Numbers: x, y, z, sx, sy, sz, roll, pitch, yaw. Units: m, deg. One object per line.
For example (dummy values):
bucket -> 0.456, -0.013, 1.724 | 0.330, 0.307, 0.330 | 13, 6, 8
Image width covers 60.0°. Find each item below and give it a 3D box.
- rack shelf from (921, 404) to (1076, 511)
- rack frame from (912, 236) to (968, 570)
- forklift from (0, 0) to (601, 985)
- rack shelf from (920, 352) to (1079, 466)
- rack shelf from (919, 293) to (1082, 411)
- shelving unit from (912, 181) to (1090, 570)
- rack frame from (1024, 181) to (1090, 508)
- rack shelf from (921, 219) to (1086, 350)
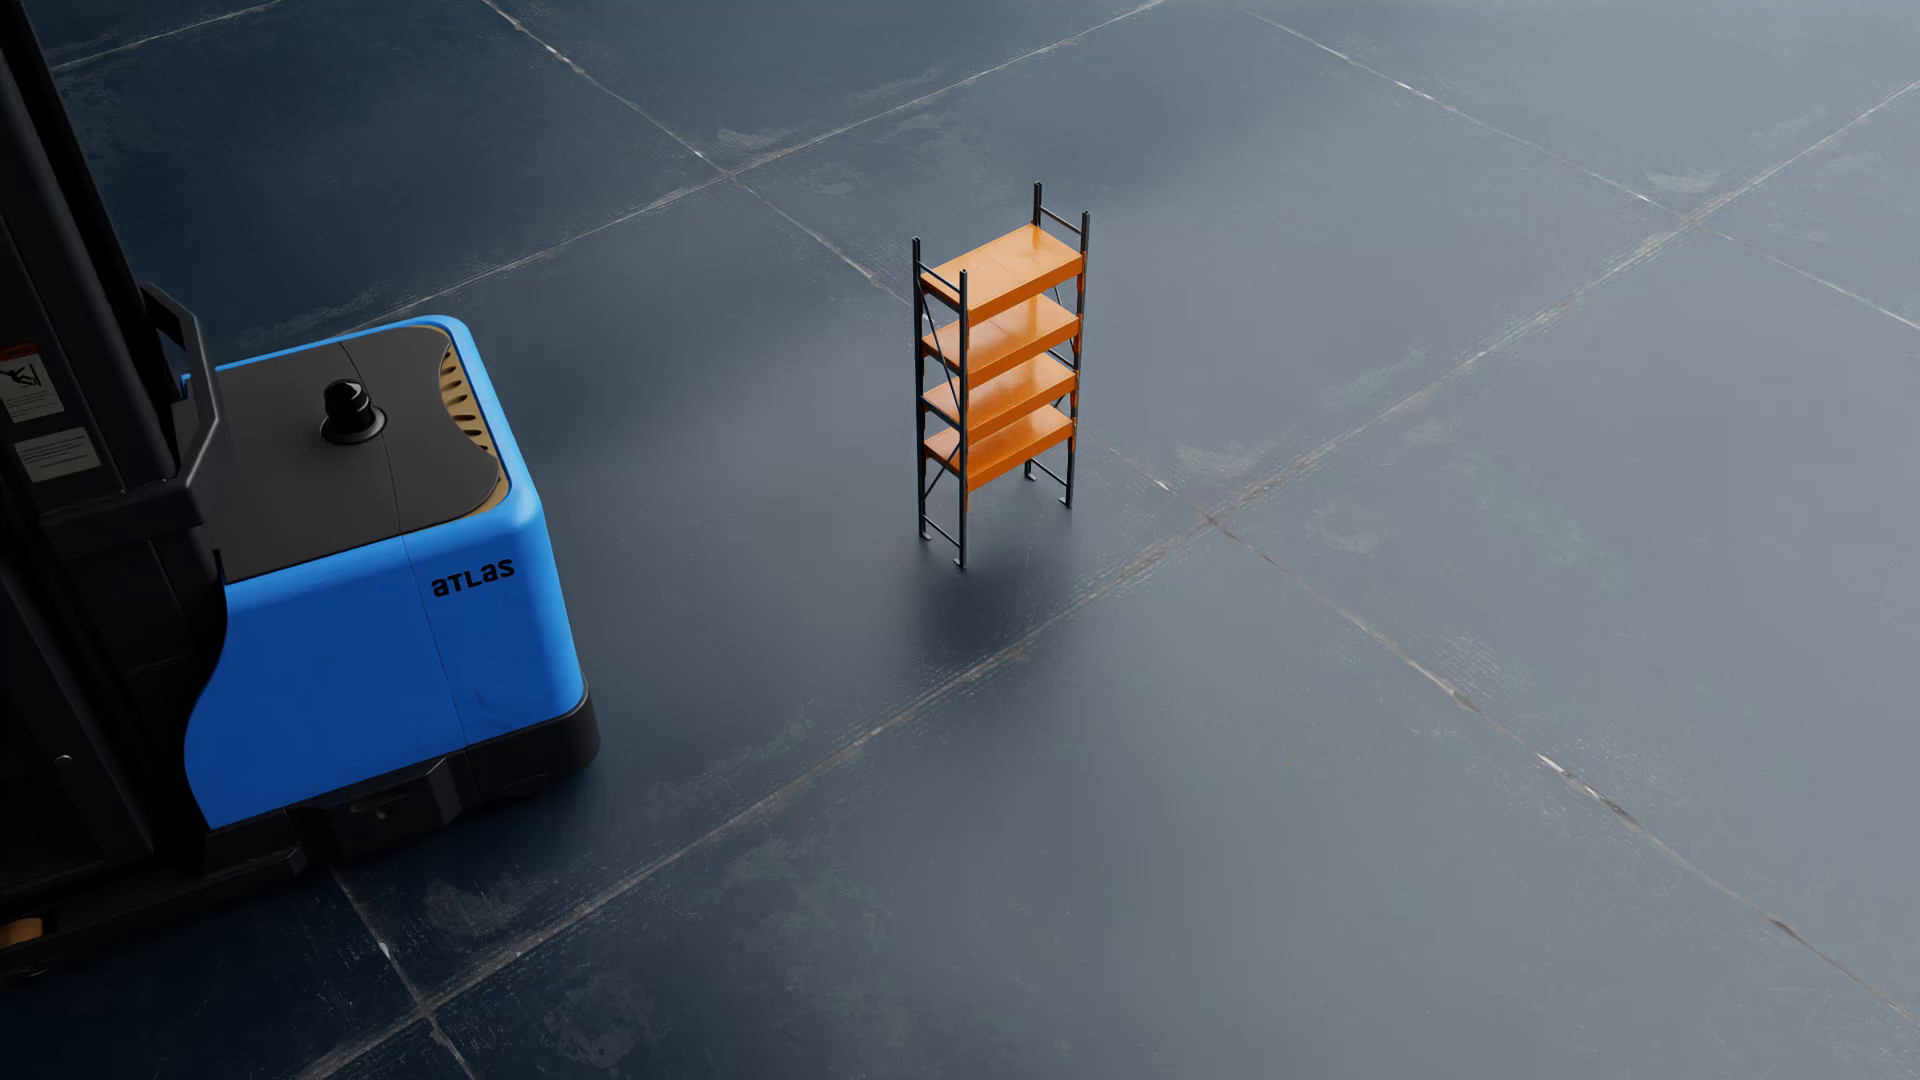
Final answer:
rack shelf -> 0.127, -0.316, 5.599 | 0.480, 0.148, 0.258 | -30, 51, -28
rack frame -> -0.060, -0.403, 5.303 | 0.015, 1.200, 0.240 | -30, 51, -28
forklift -> -2.638, -0.248, 3.873 | 3.031, 2.935, 1.130 | -18, 46, -18
rack shelf -> 0.127, -0.461, 5.463 | 0.480, 0.148, 0.258 | -30, 51, -28
rack shelf -> 0.127, -0.624, 5.310 | 0.480, 0.148, 0.258 | -30, 51, -28
shelving unit -> 0.127, -0.510, 5.417 | 0.503, 1.200, 0.258 | -30, 51, -28
rack frame -> 0.314, -0.617, 5.531 | 0.015, 1.200, 0.240 | -30, 51, -28
rack shelf -> 0.127, -0.796, 5.148 | 0.480, 0.148, 0.258 | -30, 51, -28
